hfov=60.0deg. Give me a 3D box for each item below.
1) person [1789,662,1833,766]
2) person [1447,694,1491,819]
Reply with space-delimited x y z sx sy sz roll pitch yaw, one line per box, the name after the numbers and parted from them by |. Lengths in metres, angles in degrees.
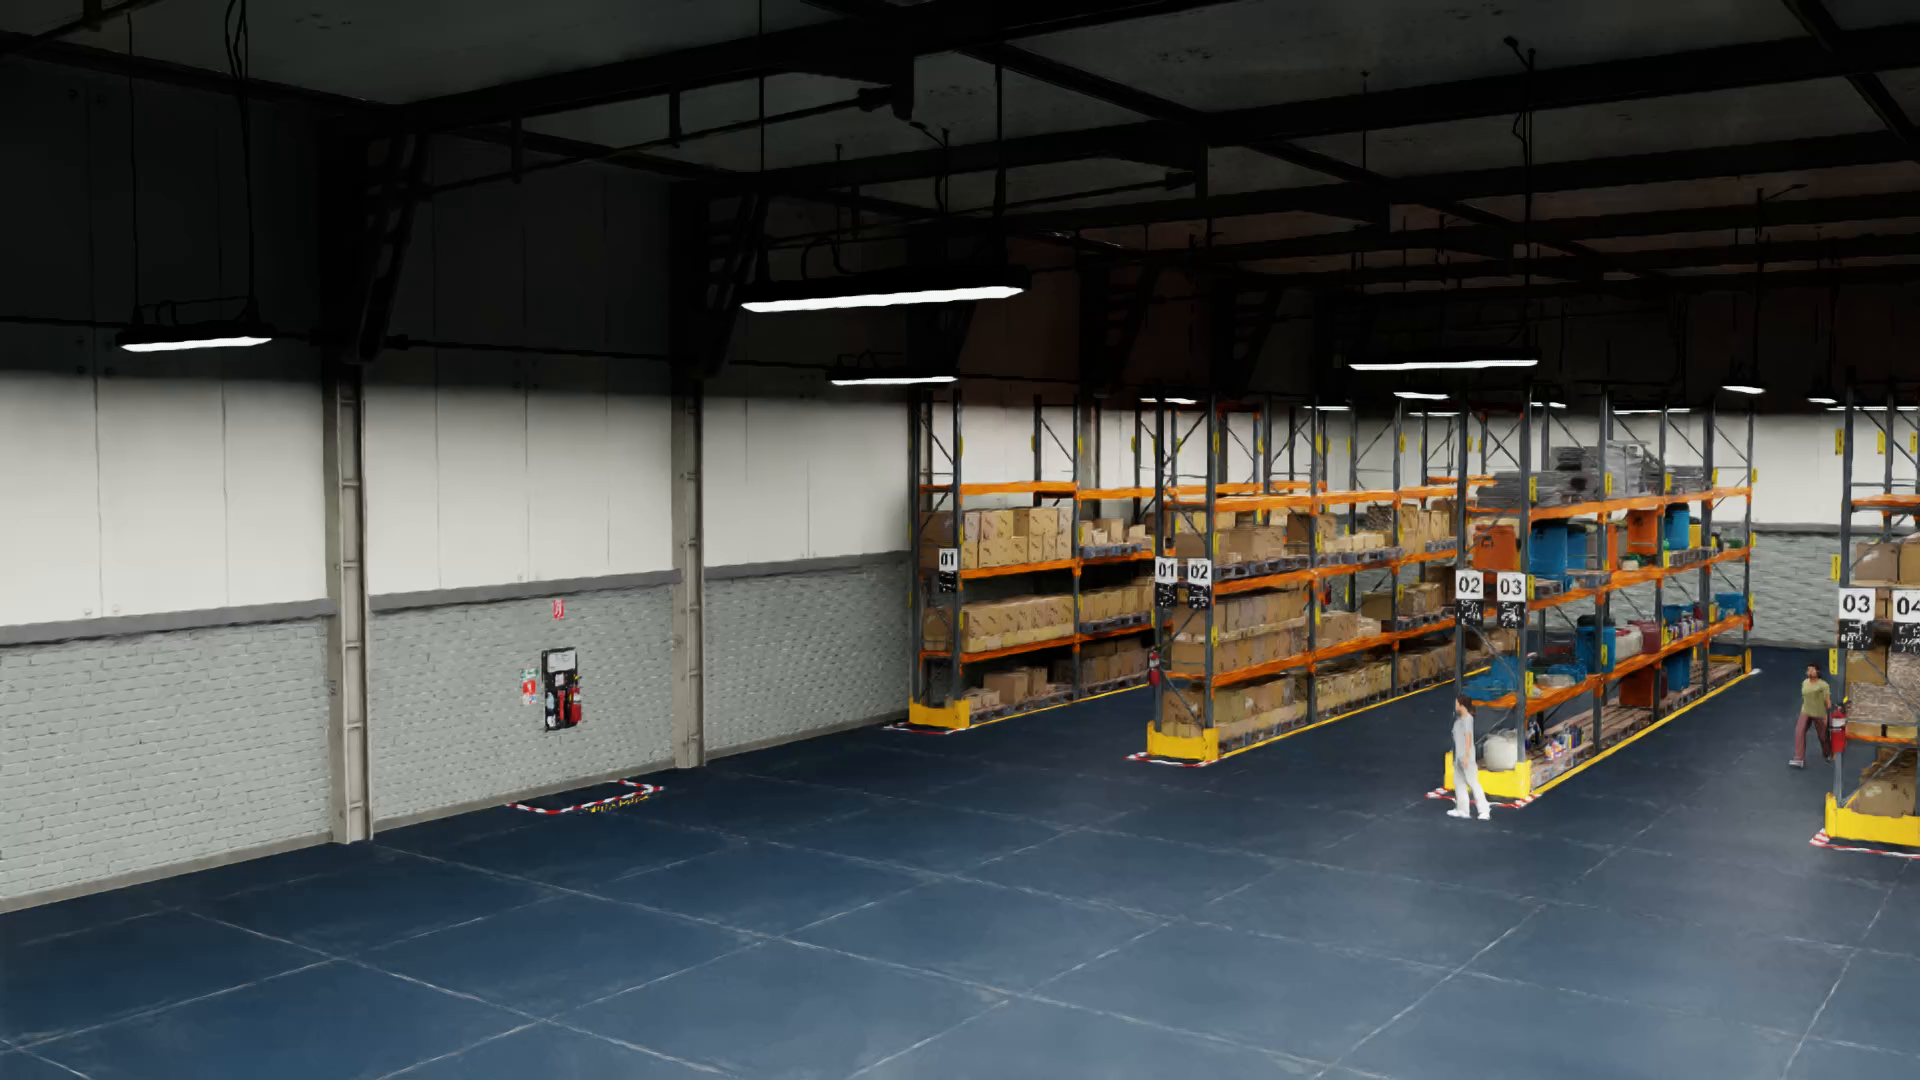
13.343 2.709 25.923 0.924 1.620 0.466 -3 4 -39 | person
6.861 2.904 22.362 0.537 1.665 0.566 1 3 10 | person
